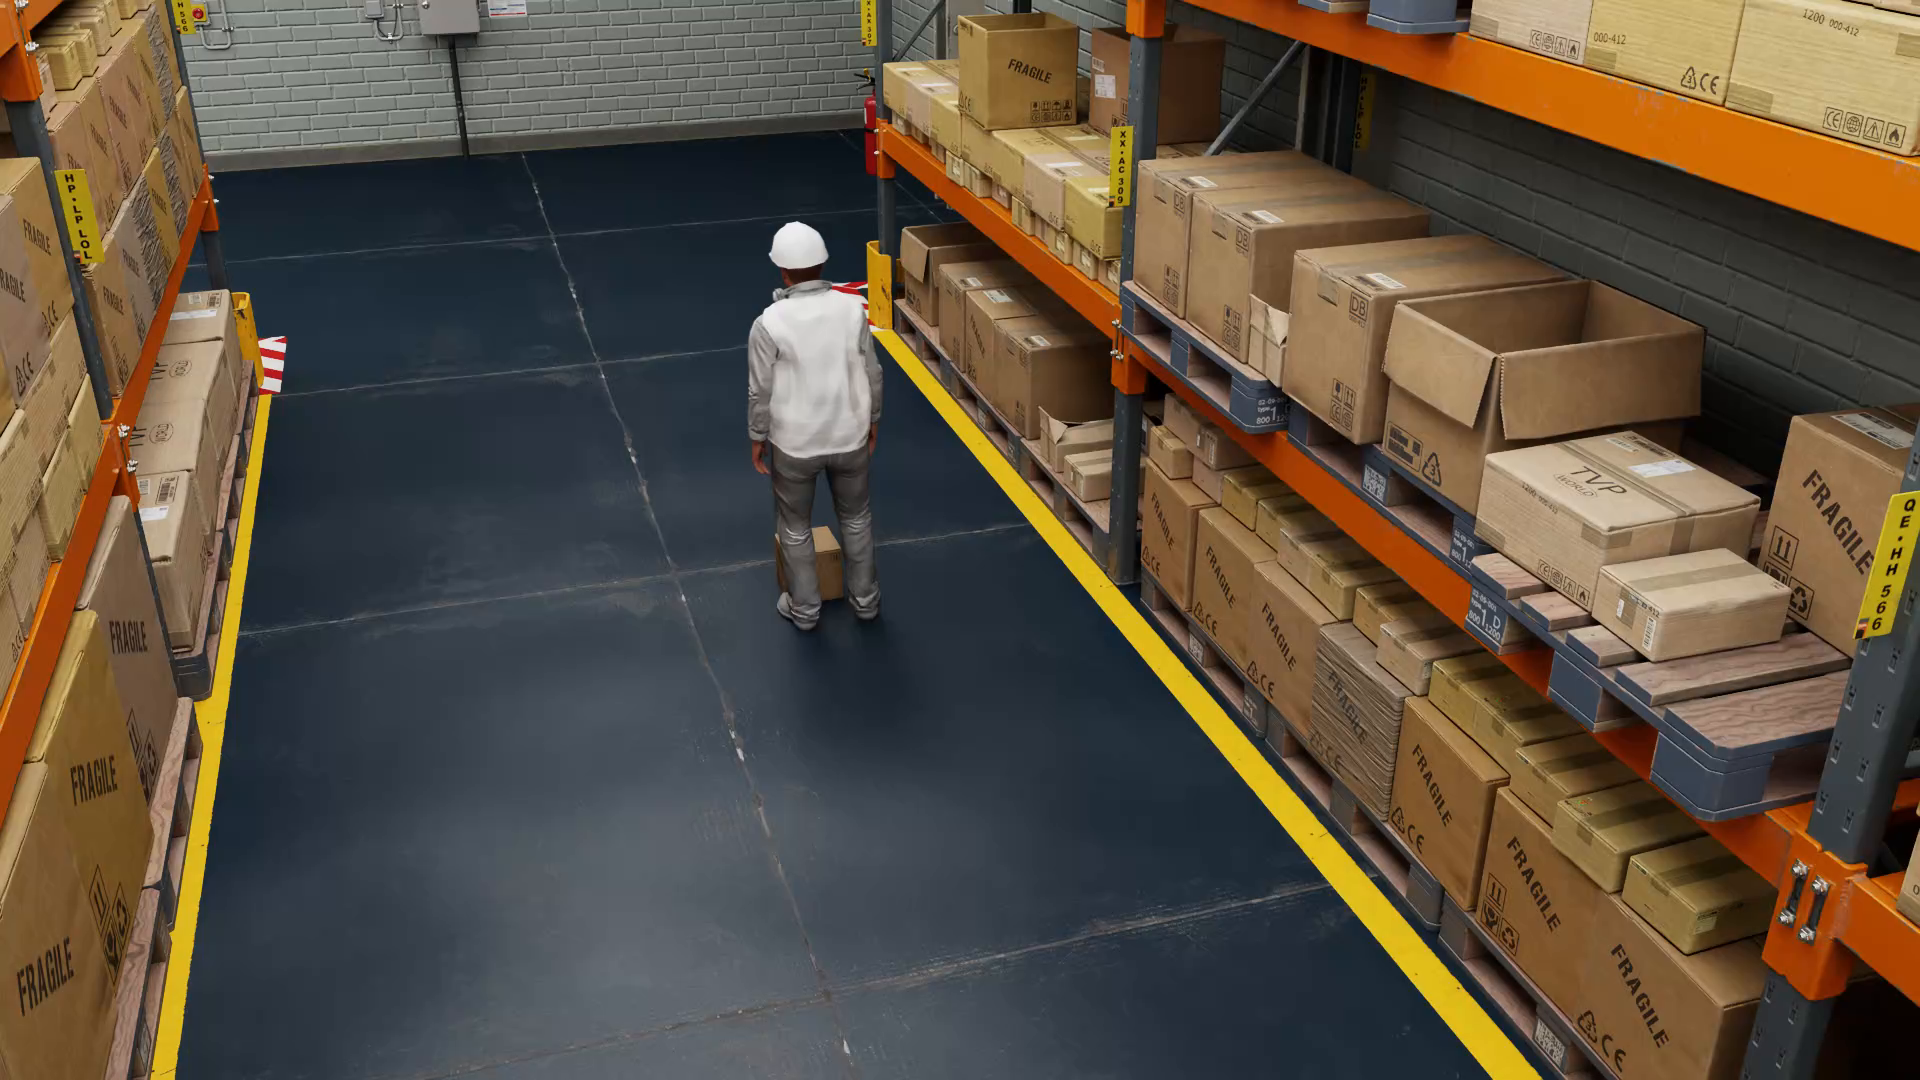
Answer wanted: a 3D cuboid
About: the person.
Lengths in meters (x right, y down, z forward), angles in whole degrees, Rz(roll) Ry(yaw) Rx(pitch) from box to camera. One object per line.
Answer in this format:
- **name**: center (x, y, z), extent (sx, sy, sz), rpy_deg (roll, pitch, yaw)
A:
- **person**: center (-0.606, -0.456, 7.012), extent (0.591, 1.770, 0.465), rpy_deg (-10, 28, -19)
